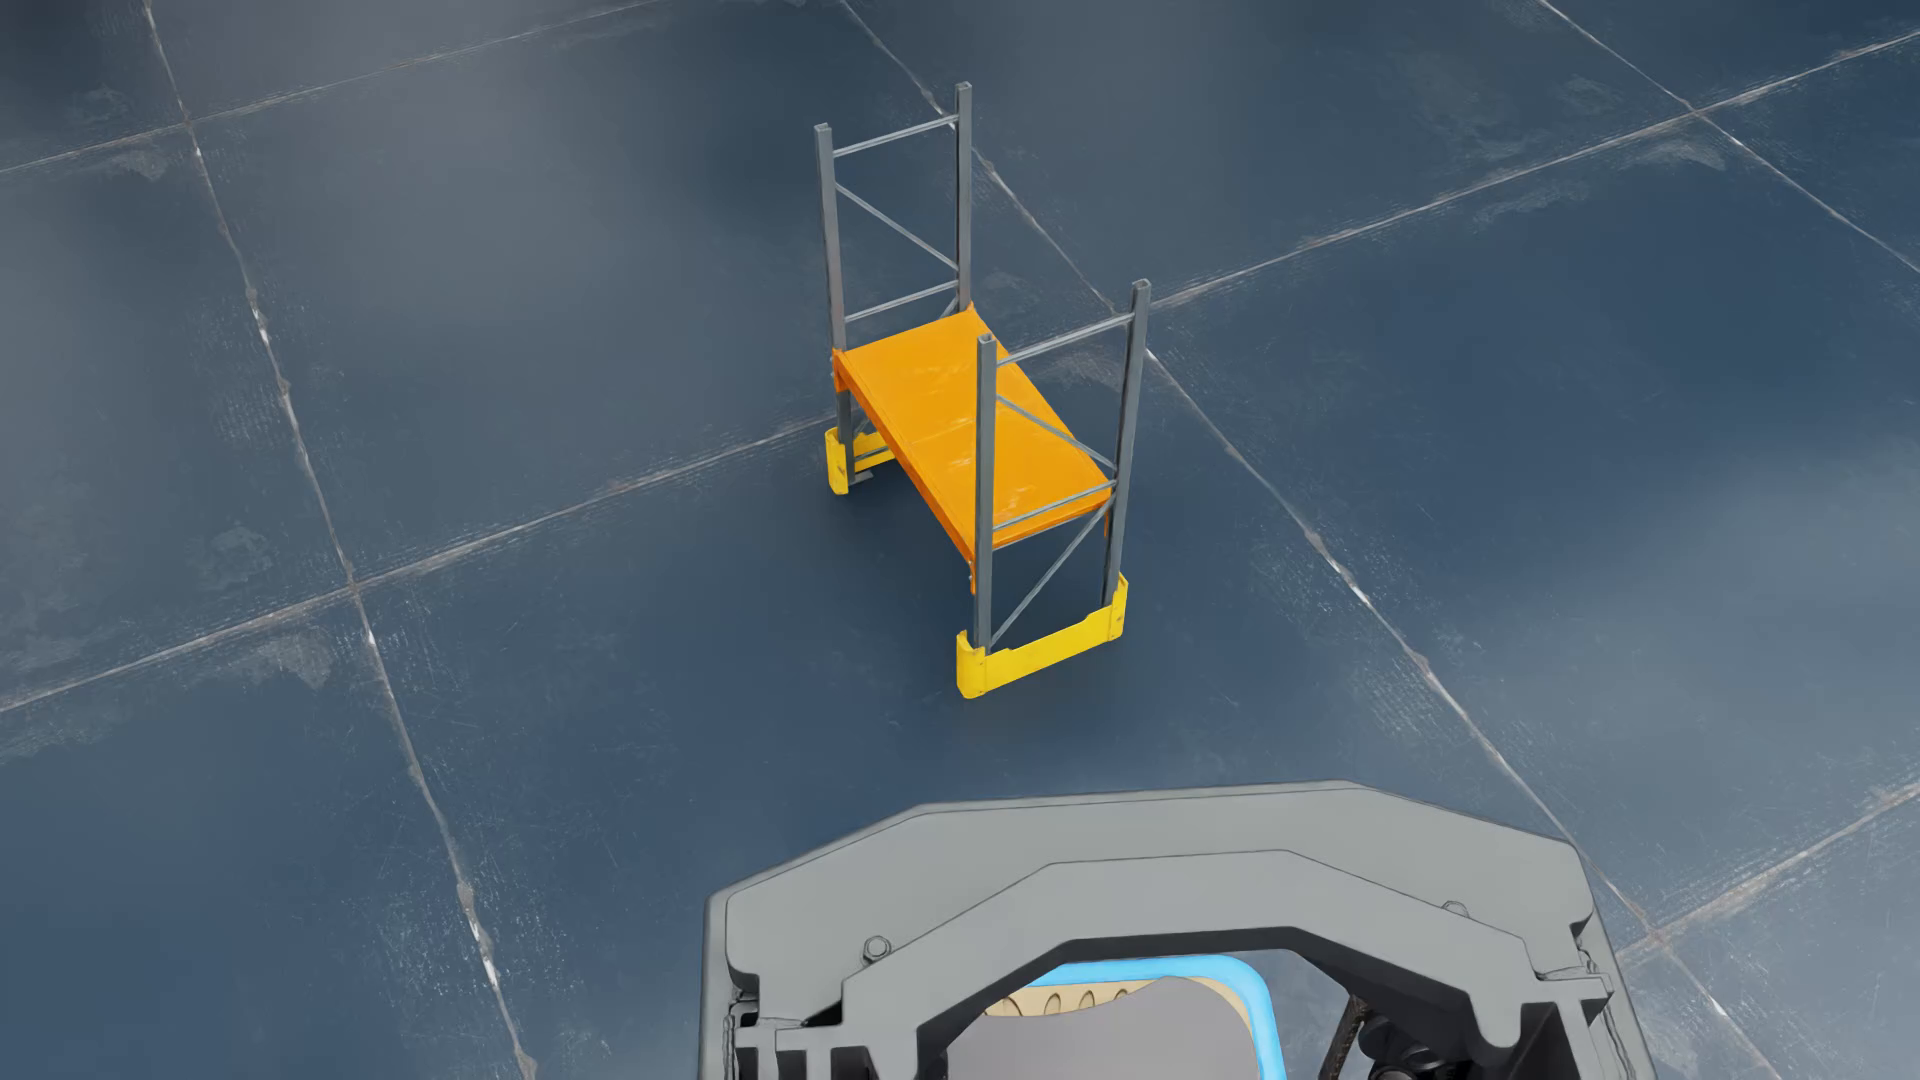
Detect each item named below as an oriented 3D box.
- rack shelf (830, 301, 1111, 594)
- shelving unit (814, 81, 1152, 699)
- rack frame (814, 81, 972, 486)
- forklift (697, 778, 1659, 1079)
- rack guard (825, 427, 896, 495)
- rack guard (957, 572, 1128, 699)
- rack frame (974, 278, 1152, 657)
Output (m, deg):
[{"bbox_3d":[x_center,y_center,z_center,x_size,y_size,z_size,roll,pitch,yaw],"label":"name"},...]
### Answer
[{"bbox_3d":[0.039,-0.318,5.271,0.538,0.185,1.000,-21,52,-18],"label":"rack shelf"},{"bbox_3d":[0.035,-0.443,5.141,0.587,1.500,1.083,-21,52,-18],"label":"shelving unit"},{"bbox_3d":[-0.194,-0.777,5.433,0.500,1.500,0.032,-21,52,-18],"label":"rack frame"},{"bbox_3d":[0.243,1.762,2.262,1.130,2.935,3.031,-3,49,-3],"label":"forklift"},{"bbox_3d":[-0.193,-0.365,5.903,0.587,0.250,0.087,-21,52,-18],"label":"rack guard"},{"bbox_3d":[0.263,0.302,5.320,0.587,0.250,0.087,-21,52,-18],"label":"rack guard"},{"bbox_3d":[0.272,-0.096,4.838,0.500,1.500,0.032,-21,52,-18],"label":"rack frame"}]
